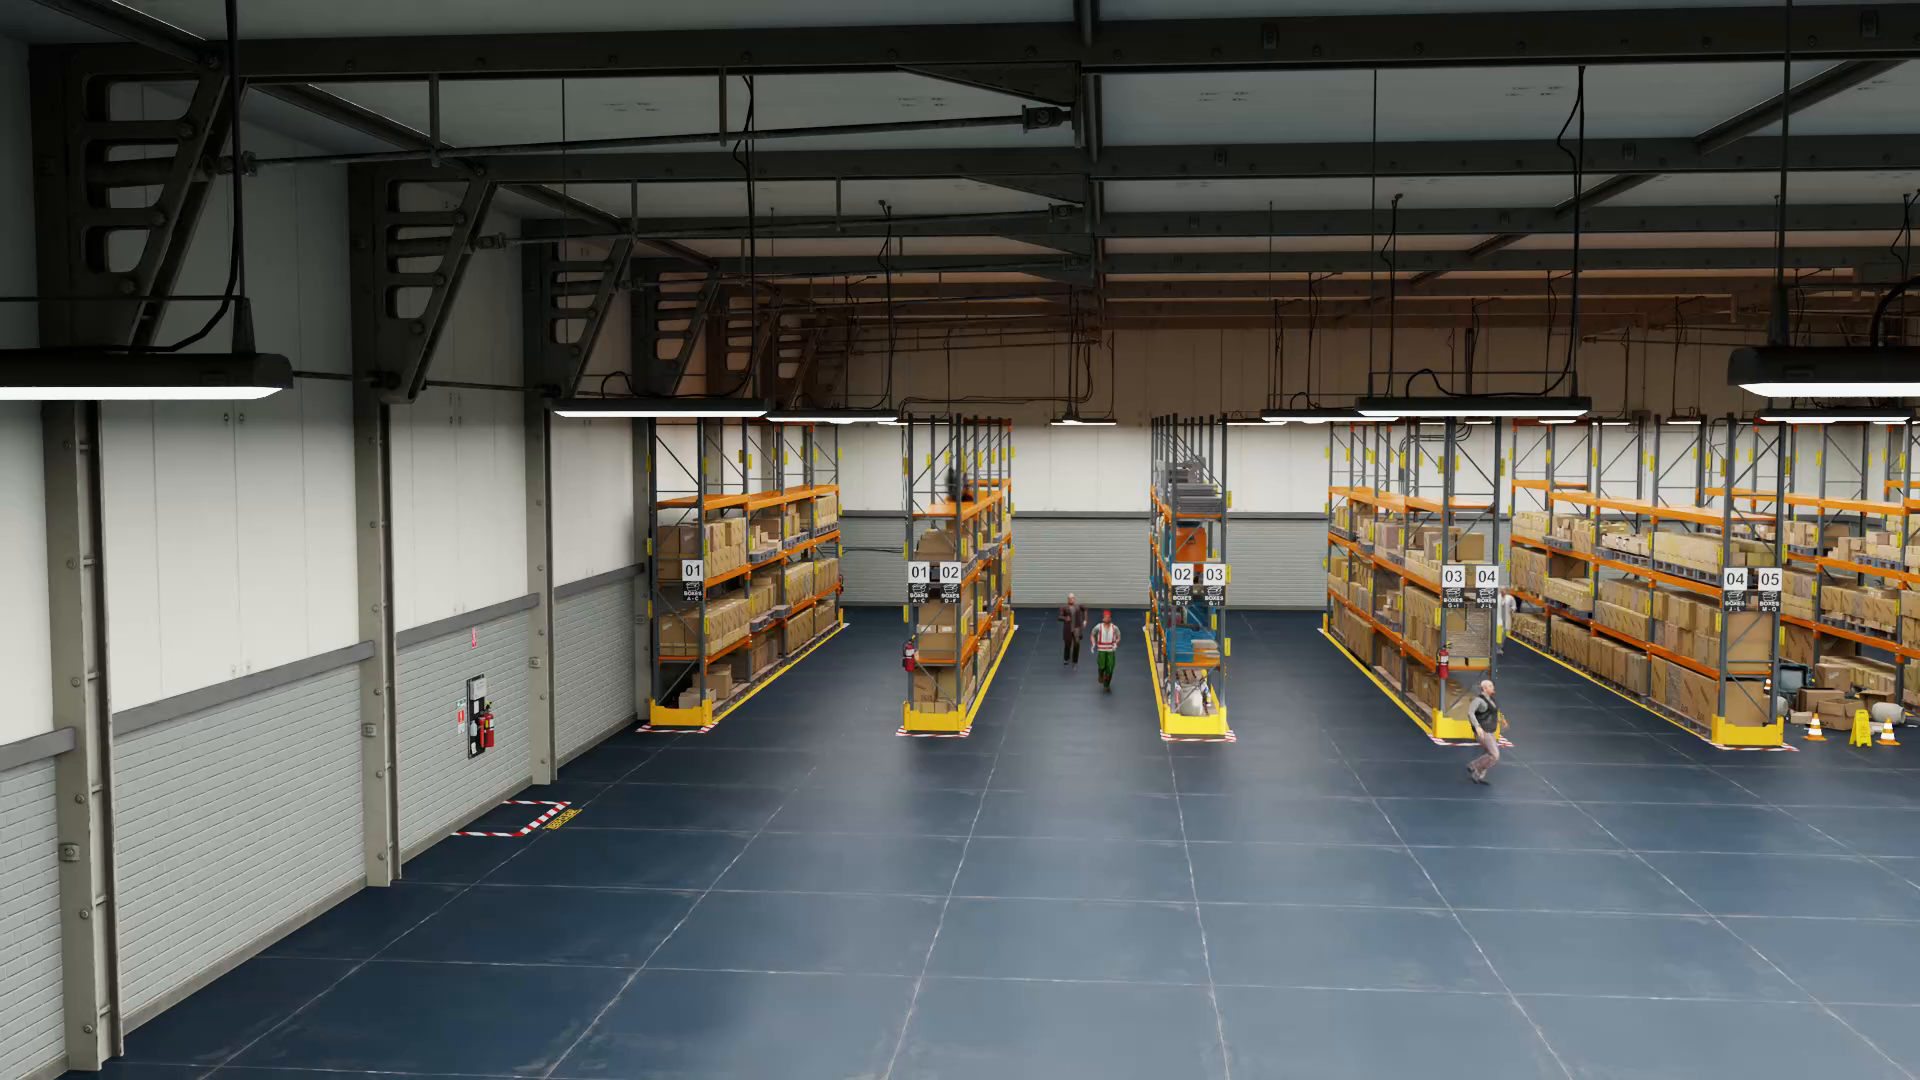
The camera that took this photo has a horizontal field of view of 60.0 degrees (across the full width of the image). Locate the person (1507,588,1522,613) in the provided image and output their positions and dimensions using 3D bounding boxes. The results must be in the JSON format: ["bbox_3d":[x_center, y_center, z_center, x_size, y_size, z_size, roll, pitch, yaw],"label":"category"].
[{"bbox_3d":[15.683,1.741,47.064,0.870,1.612,0.611,0,4,1],"label":"person"}]

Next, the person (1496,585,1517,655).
[{"bbox_3d":[13.674,2.031,41.874,0.677,1.777,0.731,0,4,7],"label":"person"}]

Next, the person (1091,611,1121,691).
[{"bbox_3d":[3.192,2.418,36.259,0.660,1.737,0.596,0,4,-1],"label":"person"}]

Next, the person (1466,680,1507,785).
[{"bbox_3d":[8.466,3.124,26.651,0.538,1.615,0.672,3,5,36],"label":"person"}]

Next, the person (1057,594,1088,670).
[{"bbox_3d":[2.683,2.178,39.589,0.730,1.826,0.970,0,4,2],"label":"person"}]
